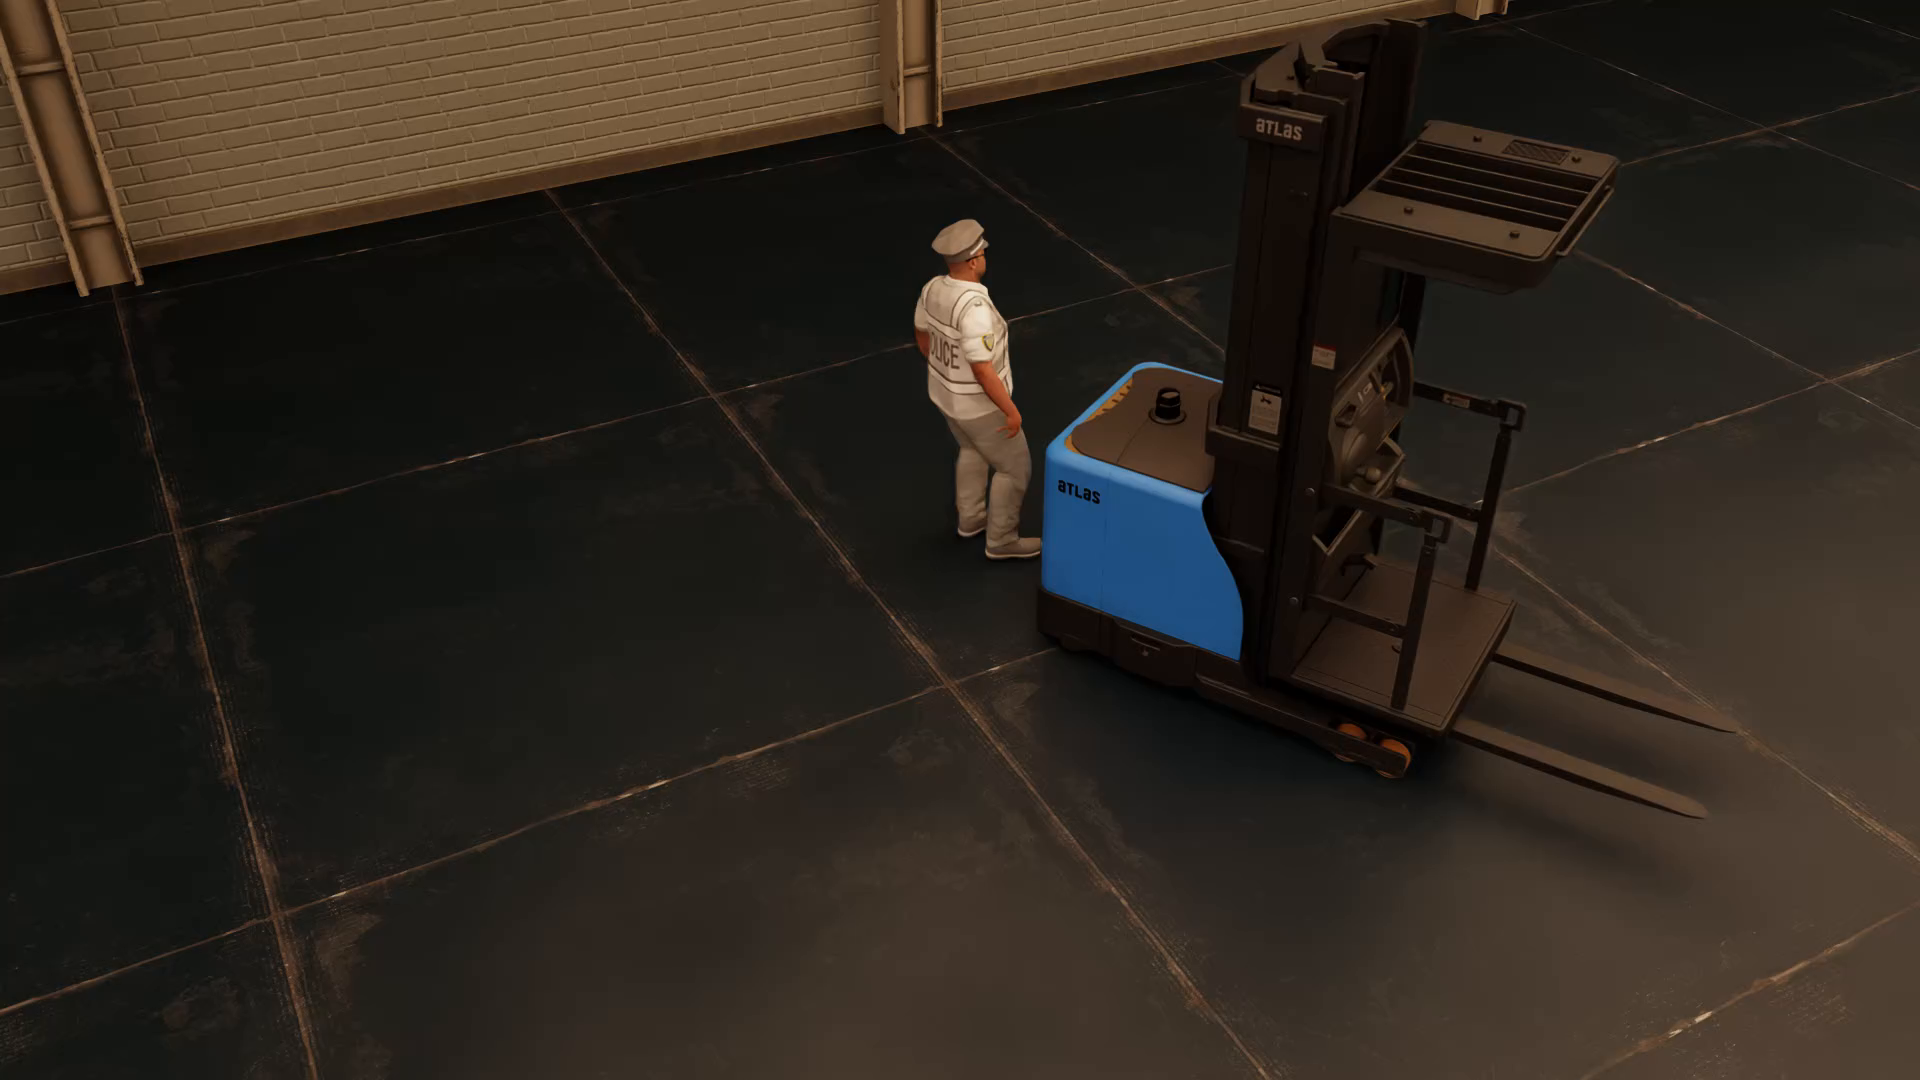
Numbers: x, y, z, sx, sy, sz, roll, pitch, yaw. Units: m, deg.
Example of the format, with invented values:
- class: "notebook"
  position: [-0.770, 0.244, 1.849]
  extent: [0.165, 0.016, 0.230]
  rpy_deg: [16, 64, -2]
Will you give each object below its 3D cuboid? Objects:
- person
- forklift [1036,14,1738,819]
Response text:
- class: "person"
  position: [0.103, -0.739, 8.188]
  extent: [0.485, 1.757, 0.691]
  rpy_deg: [-19, 39, -25]
- class: "forklift"
  position: [1.889, -0.519, 6.857]
  extent: [3.031, 2.935, 1.130]
  rpy_deg: [20, 40, 26]
